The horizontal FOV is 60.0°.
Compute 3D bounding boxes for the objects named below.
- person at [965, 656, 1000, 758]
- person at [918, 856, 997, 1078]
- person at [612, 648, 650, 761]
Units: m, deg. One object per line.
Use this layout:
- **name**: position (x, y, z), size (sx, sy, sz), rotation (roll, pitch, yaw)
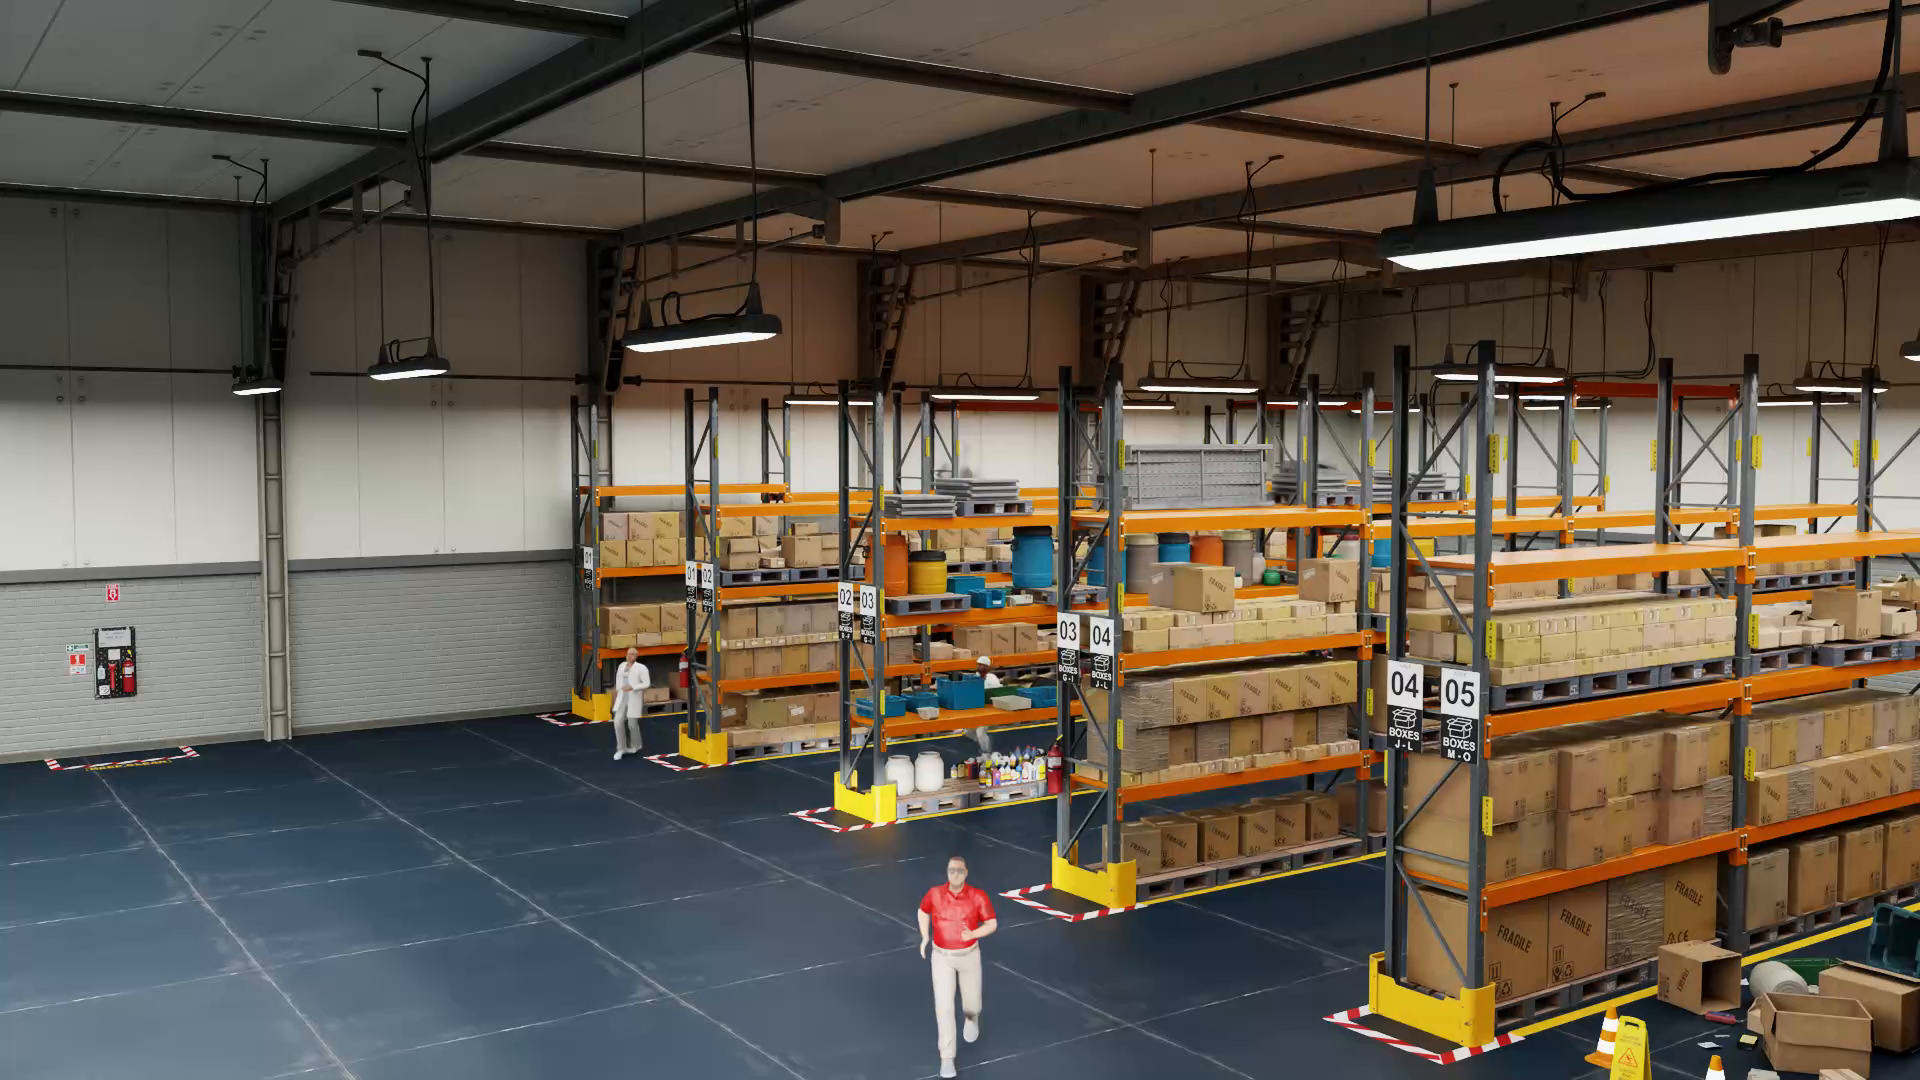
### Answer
- **person**: position (0.339, 2.703, 26.508), size (0.571, 1.720, 0.676), rotation (-3, 5, -45)
- **person**: position (-0.030, 3.470, 13.769), size (0.673, 1.698, 0.923), rotation (0, 3, 3)
- **person**: position (-5.356, 2.656, 27.095), size (0.697, 1.810, 0.752), rotation (1, 4, 15)
